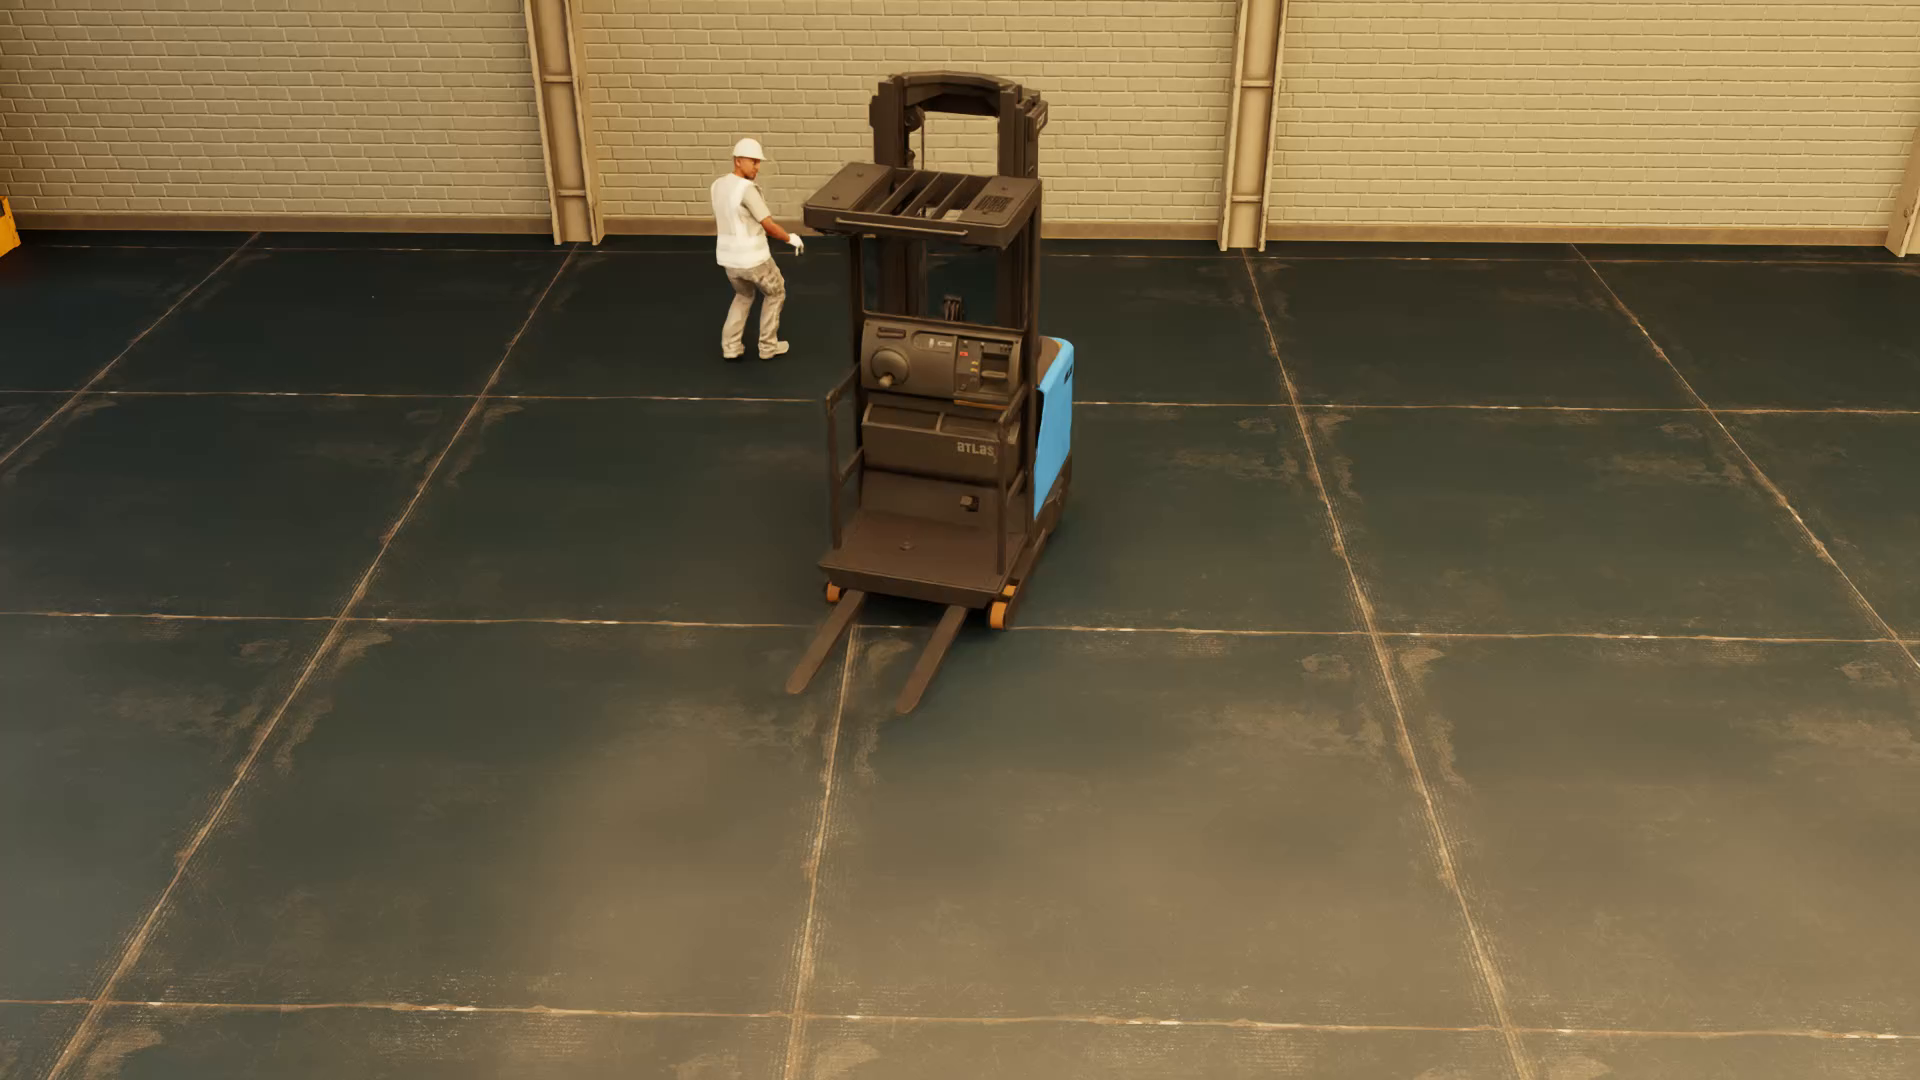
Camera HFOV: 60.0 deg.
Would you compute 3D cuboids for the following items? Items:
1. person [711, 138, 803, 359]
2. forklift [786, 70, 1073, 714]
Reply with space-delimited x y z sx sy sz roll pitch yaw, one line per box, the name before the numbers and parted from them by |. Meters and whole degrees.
person | -1.539 -2.177 12.550 0.808 1.720 0.692 22 37 32
forklift | -0.168 -0.965 9.250 1.130 2.935 3.031 8 32 14
